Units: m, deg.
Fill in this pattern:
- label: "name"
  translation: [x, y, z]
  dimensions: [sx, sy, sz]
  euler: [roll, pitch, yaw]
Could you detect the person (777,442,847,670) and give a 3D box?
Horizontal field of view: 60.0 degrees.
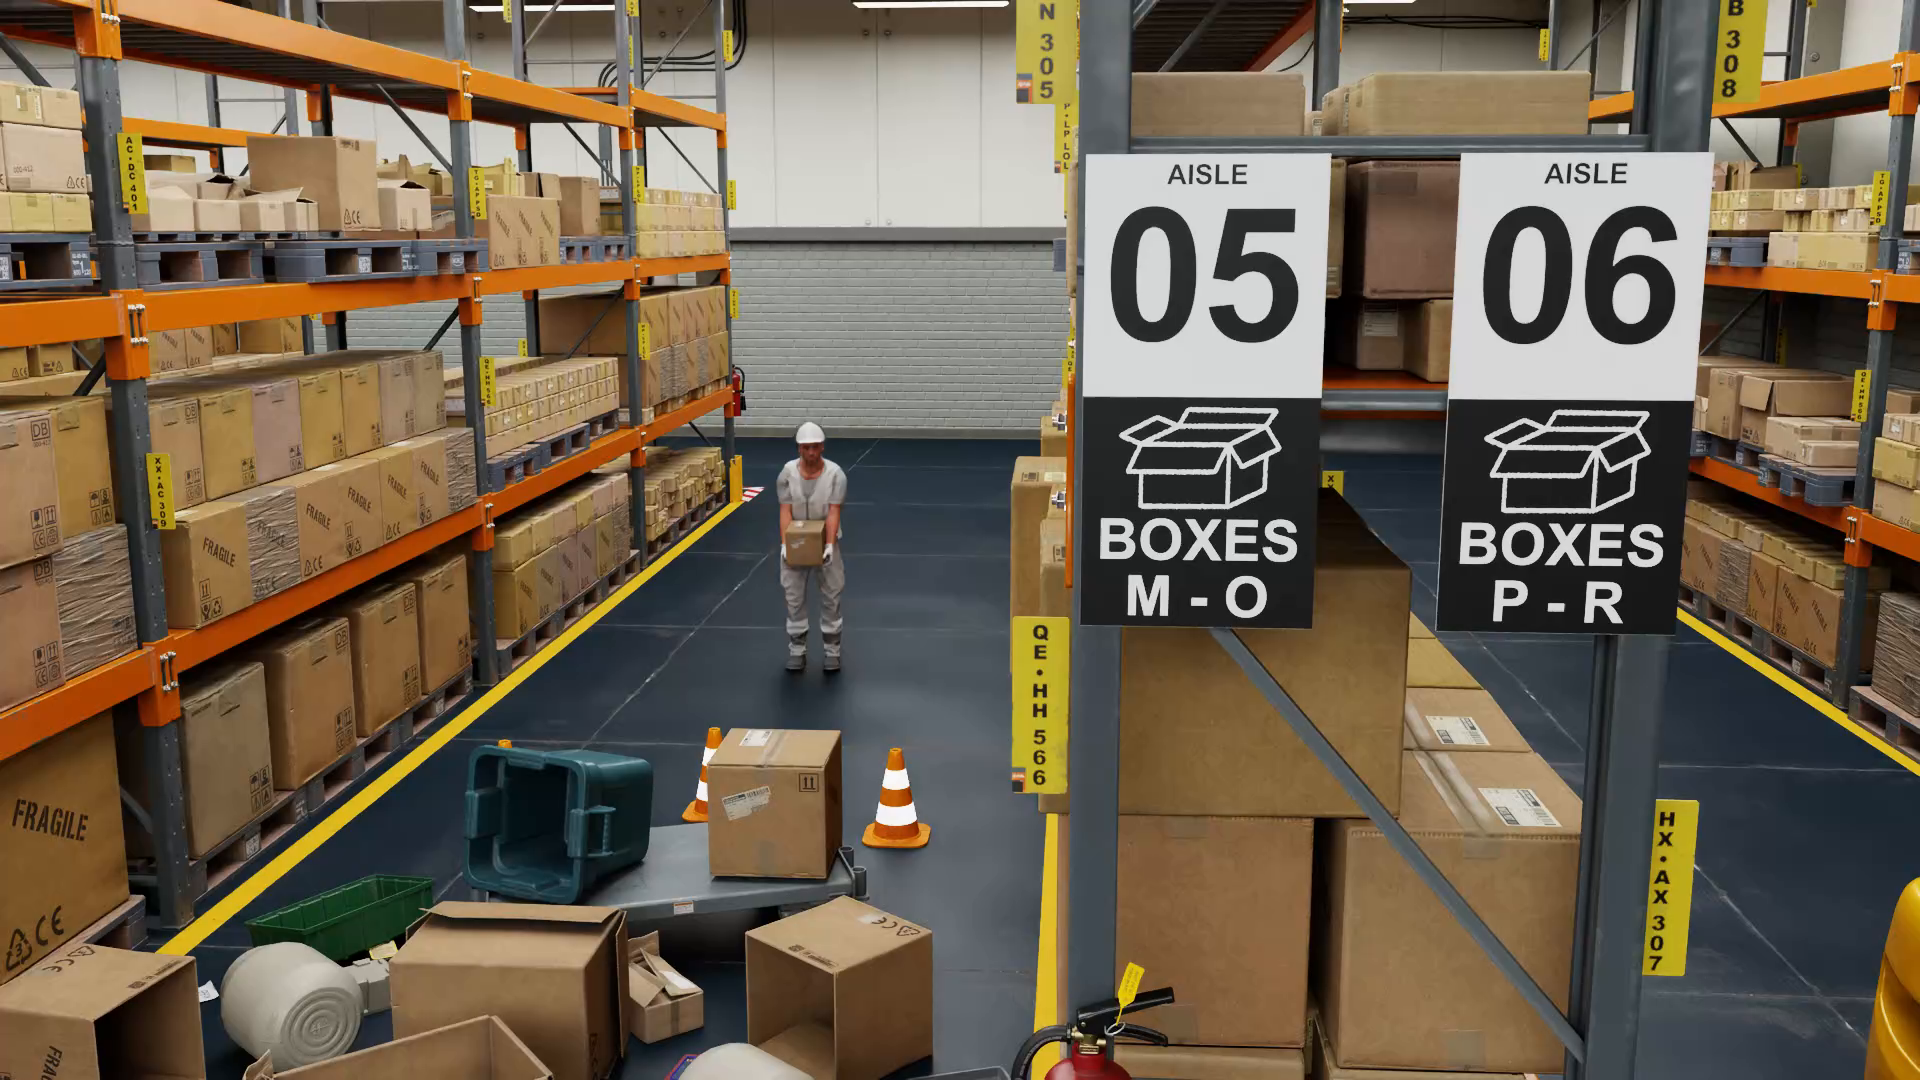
- label: "person"
  translation: [-14.029, 1.438, 4.370]
  dimensions: [25.717, 1.716, 16.635]
  euler: [1, 11, 3]
